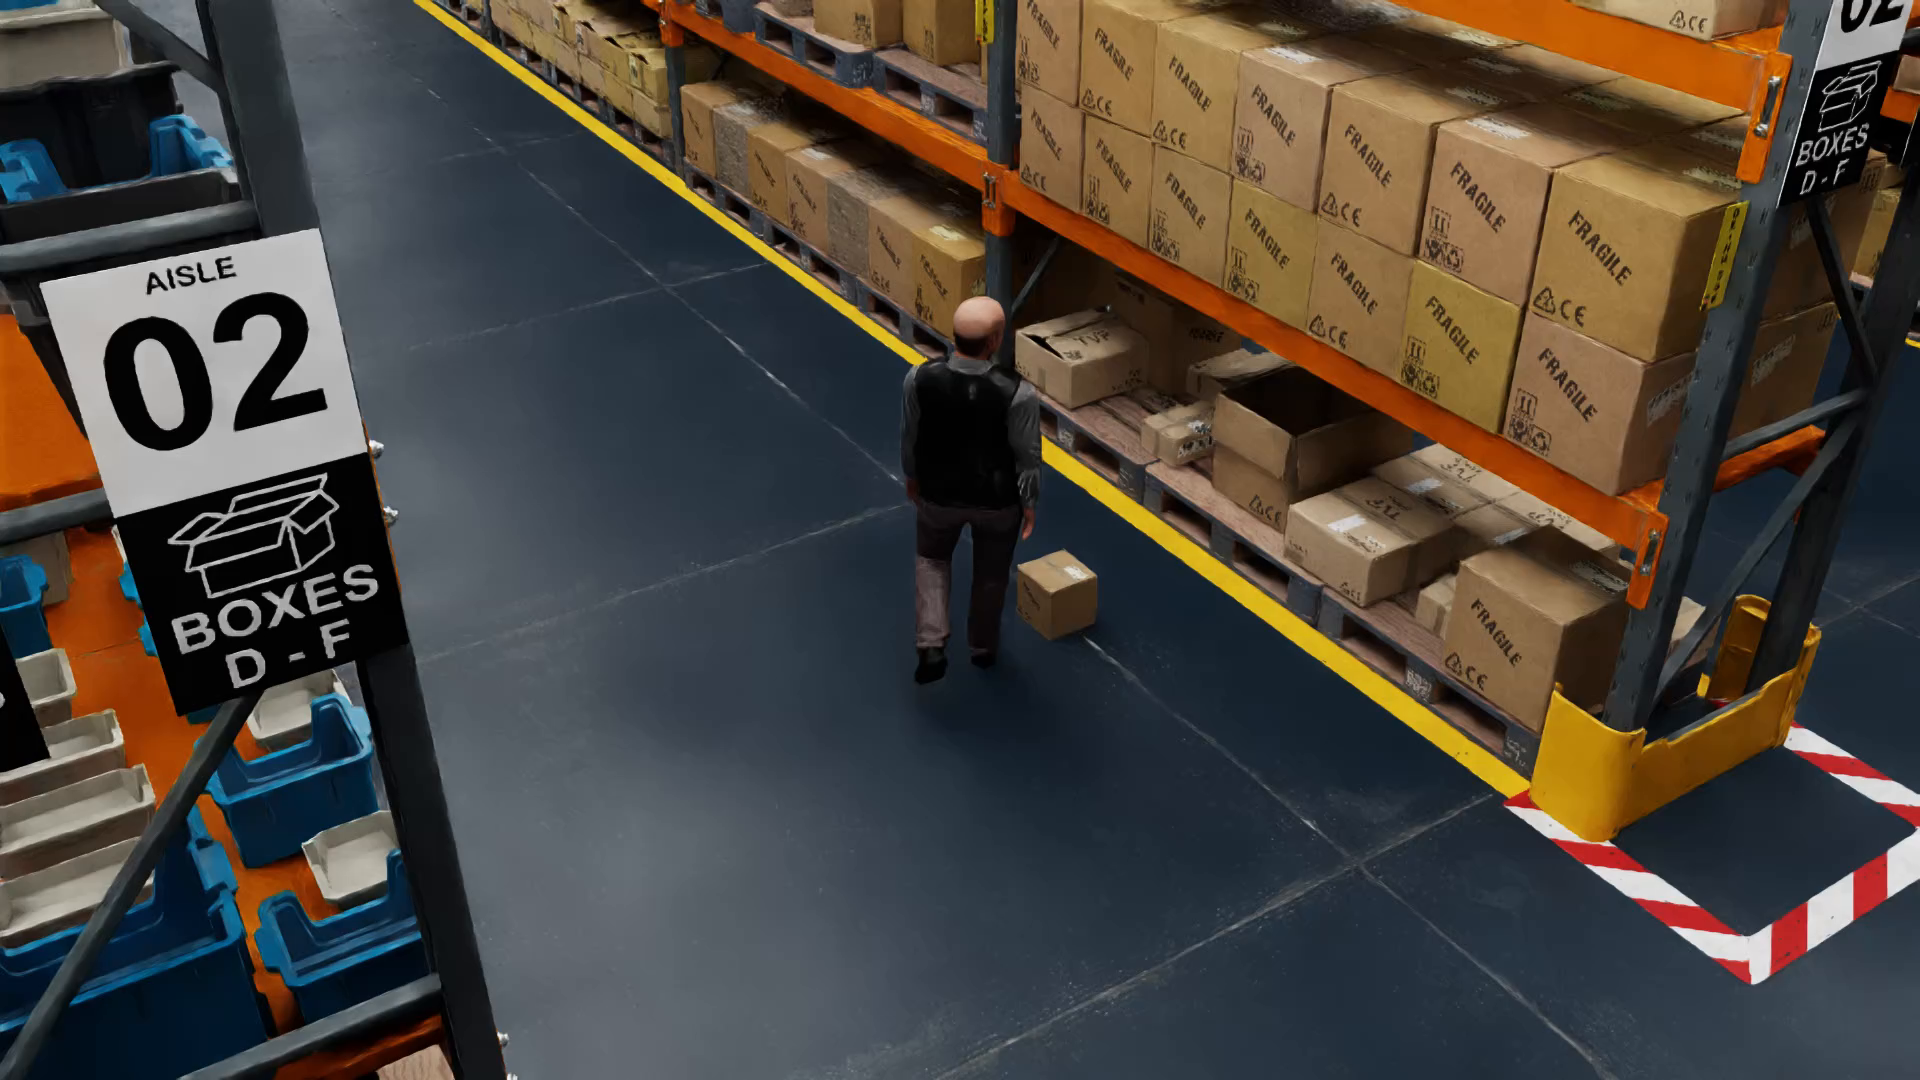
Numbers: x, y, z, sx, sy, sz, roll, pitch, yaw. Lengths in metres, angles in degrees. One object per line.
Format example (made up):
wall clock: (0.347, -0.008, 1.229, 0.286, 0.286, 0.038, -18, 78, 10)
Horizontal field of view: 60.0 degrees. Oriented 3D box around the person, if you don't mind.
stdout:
person: (0.045, -0.164, 6.415, 0.563, 1.725, 0.692, 6, 33, 10)
